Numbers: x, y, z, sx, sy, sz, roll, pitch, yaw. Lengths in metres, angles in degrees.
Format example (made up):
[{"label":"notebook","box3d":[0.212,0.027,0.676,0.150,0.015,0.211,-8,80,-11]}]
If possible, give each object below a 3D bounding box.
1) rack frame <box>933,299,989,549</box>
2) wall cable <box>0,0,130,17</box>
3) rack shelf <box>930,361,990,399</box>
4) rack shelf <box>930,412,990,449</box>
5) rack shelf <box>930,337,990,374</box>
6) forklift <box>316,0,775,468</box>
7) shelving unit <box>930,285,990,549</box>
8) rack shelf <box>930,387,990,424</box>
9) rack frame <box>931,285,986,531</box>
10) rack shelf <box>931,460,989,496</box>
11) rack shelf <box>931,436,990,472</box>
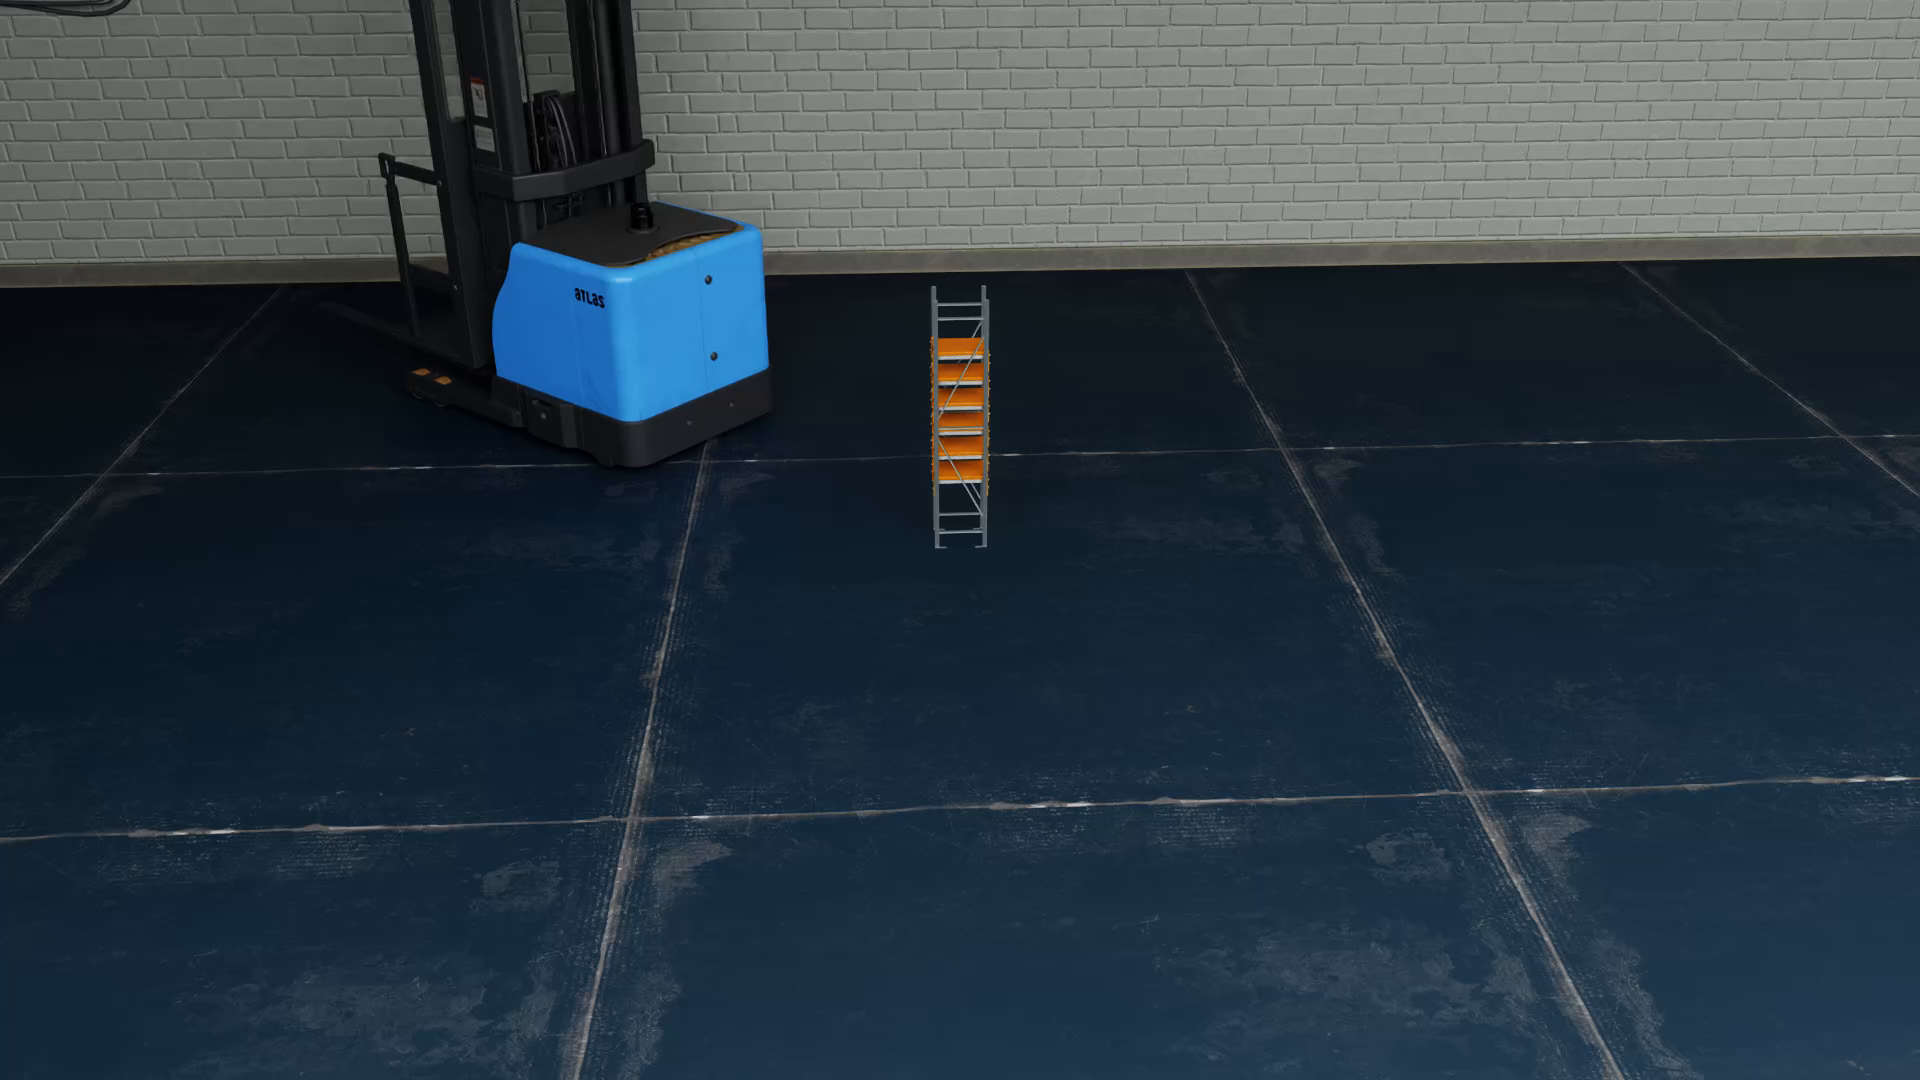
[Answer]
[{"label":"rack frame","box3d":[0.004,-0.496,7.404,0.240,1.200,0.006,-1,28,-3]},{"label":"wall cable","box3d":[-6.461,-4.253,9.532,3.097,2.526,0.112,-1,28,-3]},{"label":"rack shelf","box3d":[-0.001,-0.712,7.395,0.258,0.103,0.180,-1,28,-3]},{"label":"rack shelf","box3d":[-0.001,-0.499,7.506,0.258,0.103,0.180,-1,28,-3]},{"label":"rack shelf","box3d":[-0.001,-0.818,7.339,0.258,0.103,0.180,-1,28,-3]},{"label":"forklift","box3d":[-2.470,-2.202,8.802,3.031,2.935,1.130,20,34,33]},{"label":"shelving unit","box3d":[-0.001,-0.539,7.485,0.258,1.200,0.189,-1,28,-3]},{"label":"rack shelf","box3d":[-0.001,-0.606,7.450,0.258,0.103,0.180,-1,28,-3]},{"label":"rack frame","box3d":[-0.006,-0.581,7.566,0.240,1.200,0.006,-1,28,-3]},{"label":"rack shelf","box3d":[-0.001,-0.286,7.617,0.258,0.103,0.180,-1,28,-3]},{"label":"rack shelf","box3d":[-0.001,-0.393,7.561,0.258,0.103,0.180,-1,28,-3]}]
